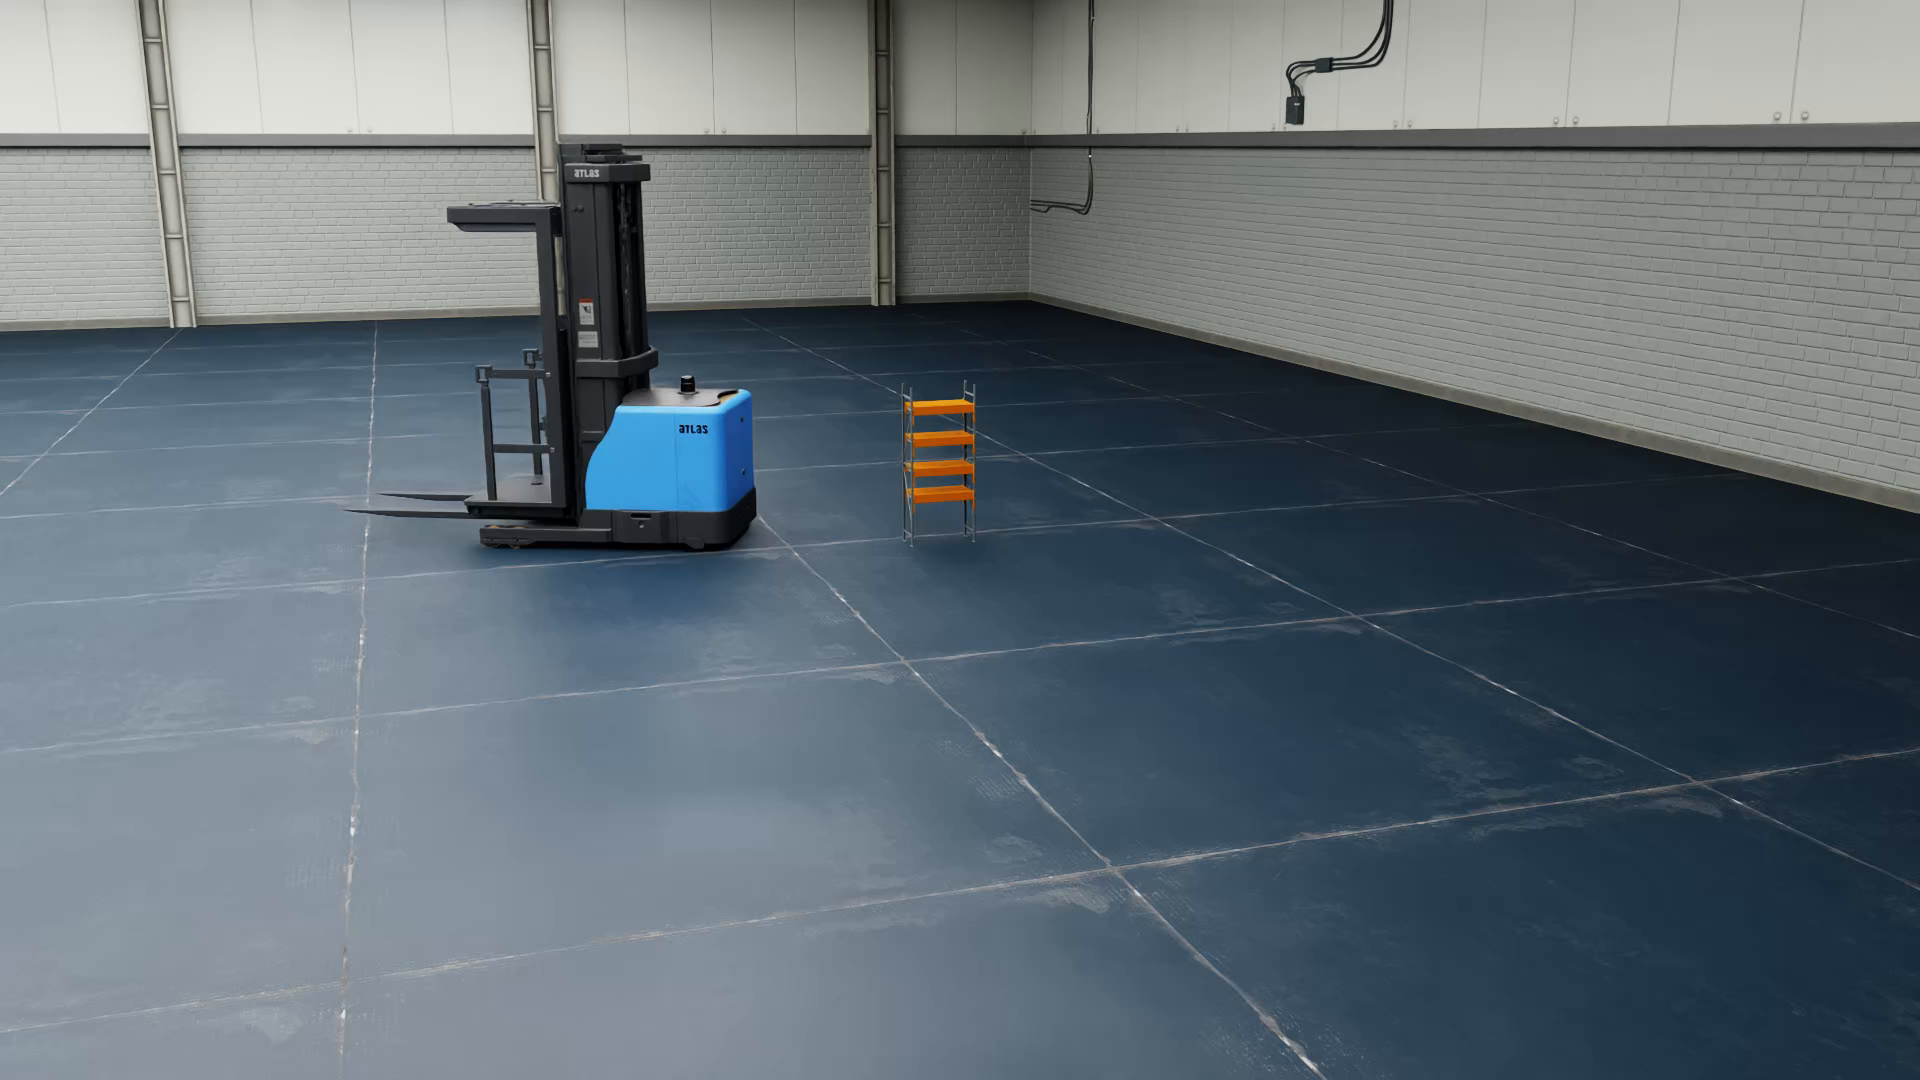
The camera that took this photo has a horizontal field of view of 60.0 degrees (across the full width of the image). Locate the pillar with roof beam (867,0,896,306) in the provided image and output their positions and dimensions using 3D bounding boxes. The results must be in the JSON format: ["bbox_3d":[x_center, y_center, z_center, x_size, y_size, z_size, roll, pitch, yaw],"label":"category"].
[{"bbox_3d":[-0.064,-7.845,26.180,0.400,9.000,9.100,-4,14,-18],"label":"pillar with roof beam"}]

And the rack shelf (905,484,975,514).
[{"bbox_3d":[-0.157,-0.313,12.514,0.480,0.148,0.258,-4,14,-18],"label":"rack shelf"}]

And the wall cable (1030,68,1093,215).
[{"bbox_3d":[1.777,-7.206,30.203,0.112,2.526,3.097,-4,14,-18],"label":"wall cable"}]

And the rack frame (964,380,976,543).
[{"bbox_3d":[0.074,-0.590,12.528,0.015,1.200,0.240,-4,14,-18],"label":"rack frame"}]

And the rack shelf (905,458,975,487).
[{"bbox_3d":[-0.157,-0.506,12.468,0.480,0.148,0.258,-4,14,-18],"label":"rack shelf"}]

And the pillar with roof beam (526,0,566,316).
[{"bbox_3d":[-5.751,-7.403,24.318,0.400,9.000,9.100,-4,14,-18],"label":"pillar with roof beam"}]

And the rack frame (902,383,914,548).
[{"bbox_3d":[-0.388,-0.553,12.377,0.015,1.200,0.240,-4,14,-18],"label":"rack frame"}]

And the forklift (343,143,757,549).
[{"bbox_3d":[-3.155,-1.481,12.534,3.031,2.935,1.130,1,13,5],"label":"forklift"}]

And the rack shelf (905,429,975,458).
[{"bbox_3d":[-0.157,-0.724,12.416,0.480,0.148,0.258,-4,14,-18],"label":"rack shelf"}]

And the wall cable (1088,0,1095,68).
[{"bbox_3d":[2.640,-9.070,27.124,0.112,2.526,3.097,-4,14,-18],"label":"wall cable"}]

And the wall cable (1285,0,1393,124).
[{"bbox_3d":[4.790,-8.288,20.692,0.169,6.003,2.305,-4,14,-18],"label":"wall cable"}]

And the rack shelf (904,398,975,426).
[{"bbox_3d":[-0.157,-0.954,12.362,0.480,0.148,0.258,-4,14,-18],"label":"rack shelf"}]

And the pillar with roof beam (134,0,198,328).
[{"bbox_3d":[-11.437,-6.960,22.456,0.400,9.000,9.100,-4,14,-18],"label":"pillar with roof beam"}]

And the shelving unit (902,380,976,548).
[{"bbox_3d":[-0.157,-0.572,12.453,0.503,1.200,0.258,-4,14,-18],"label":"shelving unit"}]
